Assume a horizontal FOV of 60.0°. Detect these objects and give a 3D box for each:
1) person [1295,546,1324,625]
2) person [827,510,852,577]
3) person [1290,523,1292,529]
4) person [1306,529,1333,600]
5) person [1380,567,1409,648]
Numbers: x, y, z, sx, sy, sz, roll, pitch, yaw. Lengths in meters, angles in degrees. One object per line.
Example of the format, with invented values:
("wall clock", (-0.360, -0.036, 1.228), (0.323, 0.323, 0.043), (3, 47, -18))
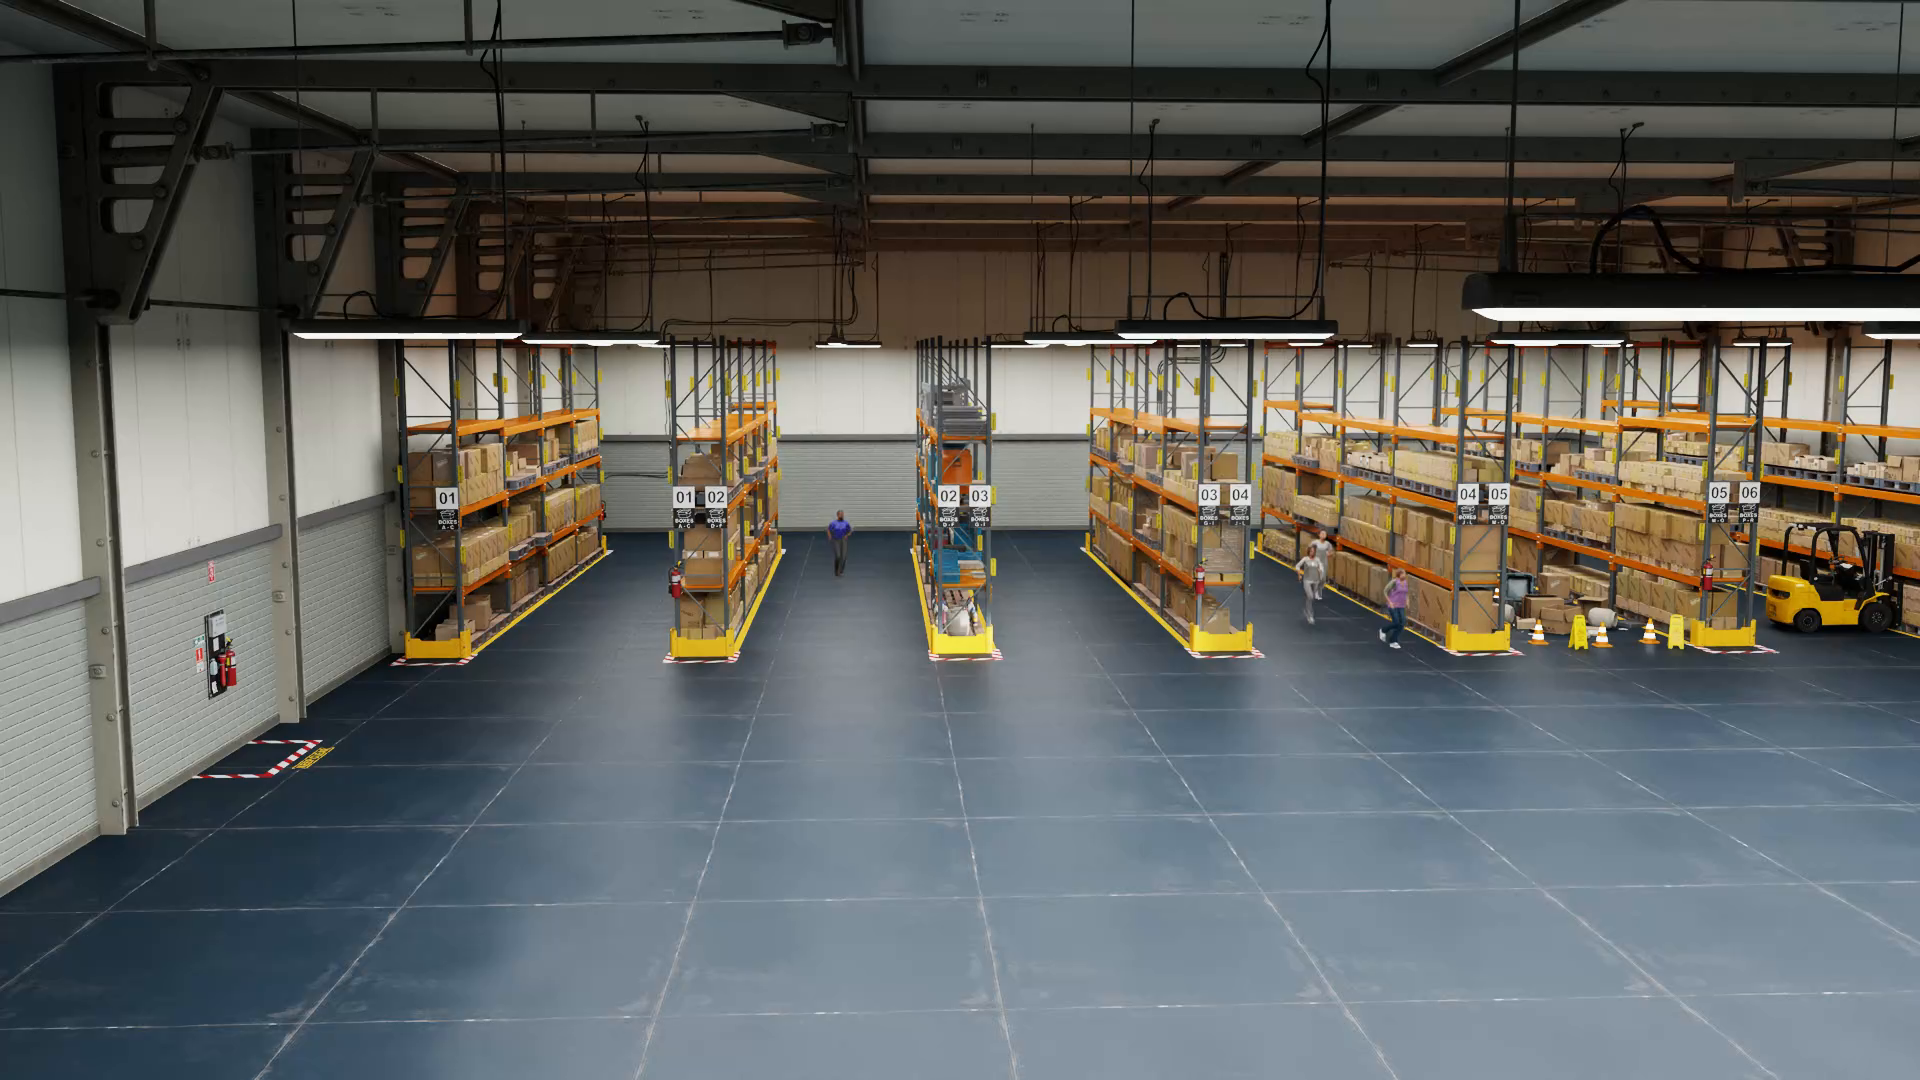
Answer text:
("person", (7.394, 0.931, 35.115), (0.516, 1.632, 0.759), (-1, 7, -13))
("person", (-2.865, 0.099, 39.864), (0.574, 1.630, 0.562), (-2, 7, -13))
("person", (9.885, -0.672, 49.158), (0.759, 1.651, 0.843), (-6, 9, -41))
("person", (8.280, 0.561, 38.120), (0.552, 1.639, 0.613), (-1, 7, -13))
("person", (8.441, 1.297, 32.259), (0.589, 1.561, 0.504), (-3, 7, -28))
